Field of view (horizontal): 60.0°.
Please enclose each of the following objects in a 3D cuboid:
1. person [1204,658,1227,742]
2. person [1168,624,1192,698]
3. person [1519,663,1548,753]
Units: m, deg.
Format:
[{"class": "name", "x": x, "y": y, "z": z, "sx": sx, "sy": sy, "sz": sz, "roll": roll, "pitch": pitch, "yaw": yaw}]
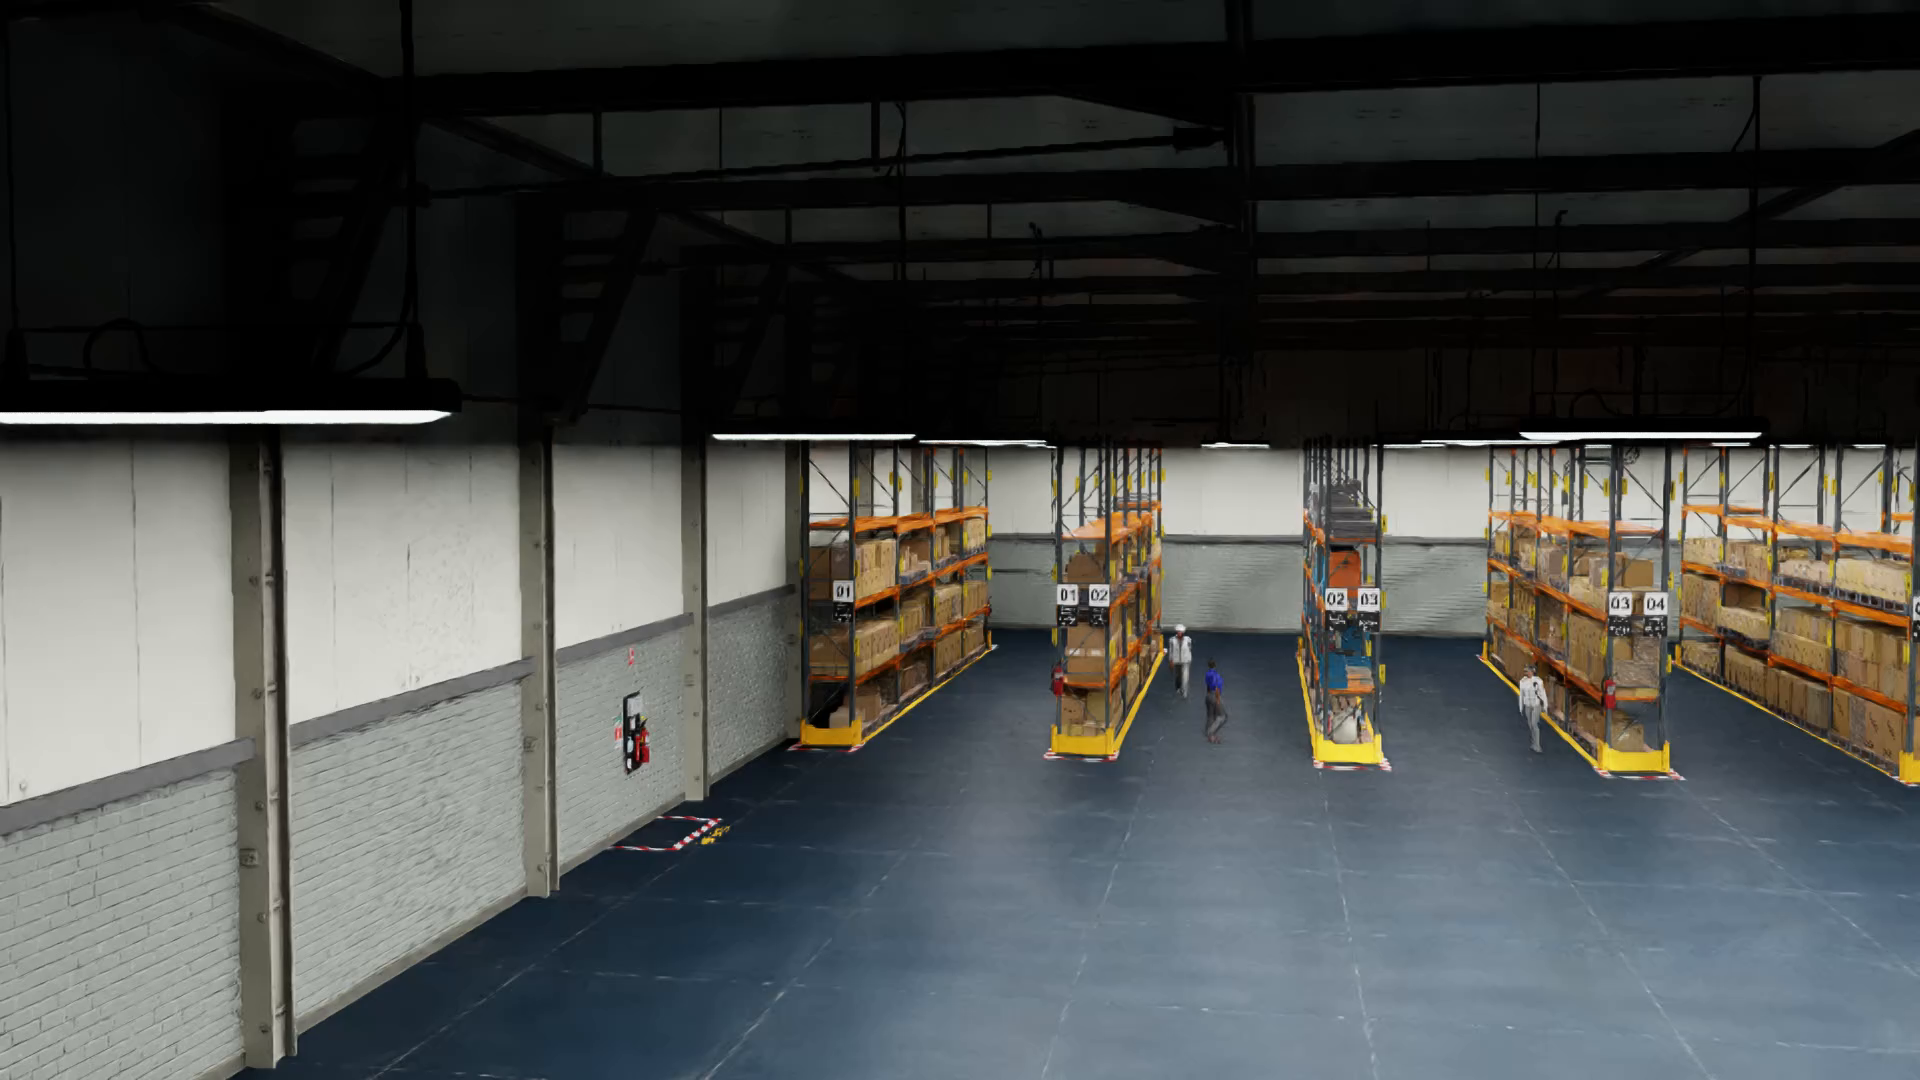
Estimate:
[{"class": "person", "x": 4.950, "y": 3.135, "z": 32.537, "sx": 0.423, "sy": 1.655, "sz": 0.508, "roll": -1, "pitch": 3, "yaw": -19}, {"class": "person", "x": 5.095, "y": 2.780, "z": 38.516, "sx": 0.543, "sy": 1.700, "sz": 1.115, "roll": 1, "pitch": 3, "yaw": 13}, {"class": "person", "x": 10.901, "y": 3.175, "z": 31.665, "sx": 0.513, "sy": 1.678, "sz": 0.504, "roll": 3, "pitch": 4, "yaw": 45}]
